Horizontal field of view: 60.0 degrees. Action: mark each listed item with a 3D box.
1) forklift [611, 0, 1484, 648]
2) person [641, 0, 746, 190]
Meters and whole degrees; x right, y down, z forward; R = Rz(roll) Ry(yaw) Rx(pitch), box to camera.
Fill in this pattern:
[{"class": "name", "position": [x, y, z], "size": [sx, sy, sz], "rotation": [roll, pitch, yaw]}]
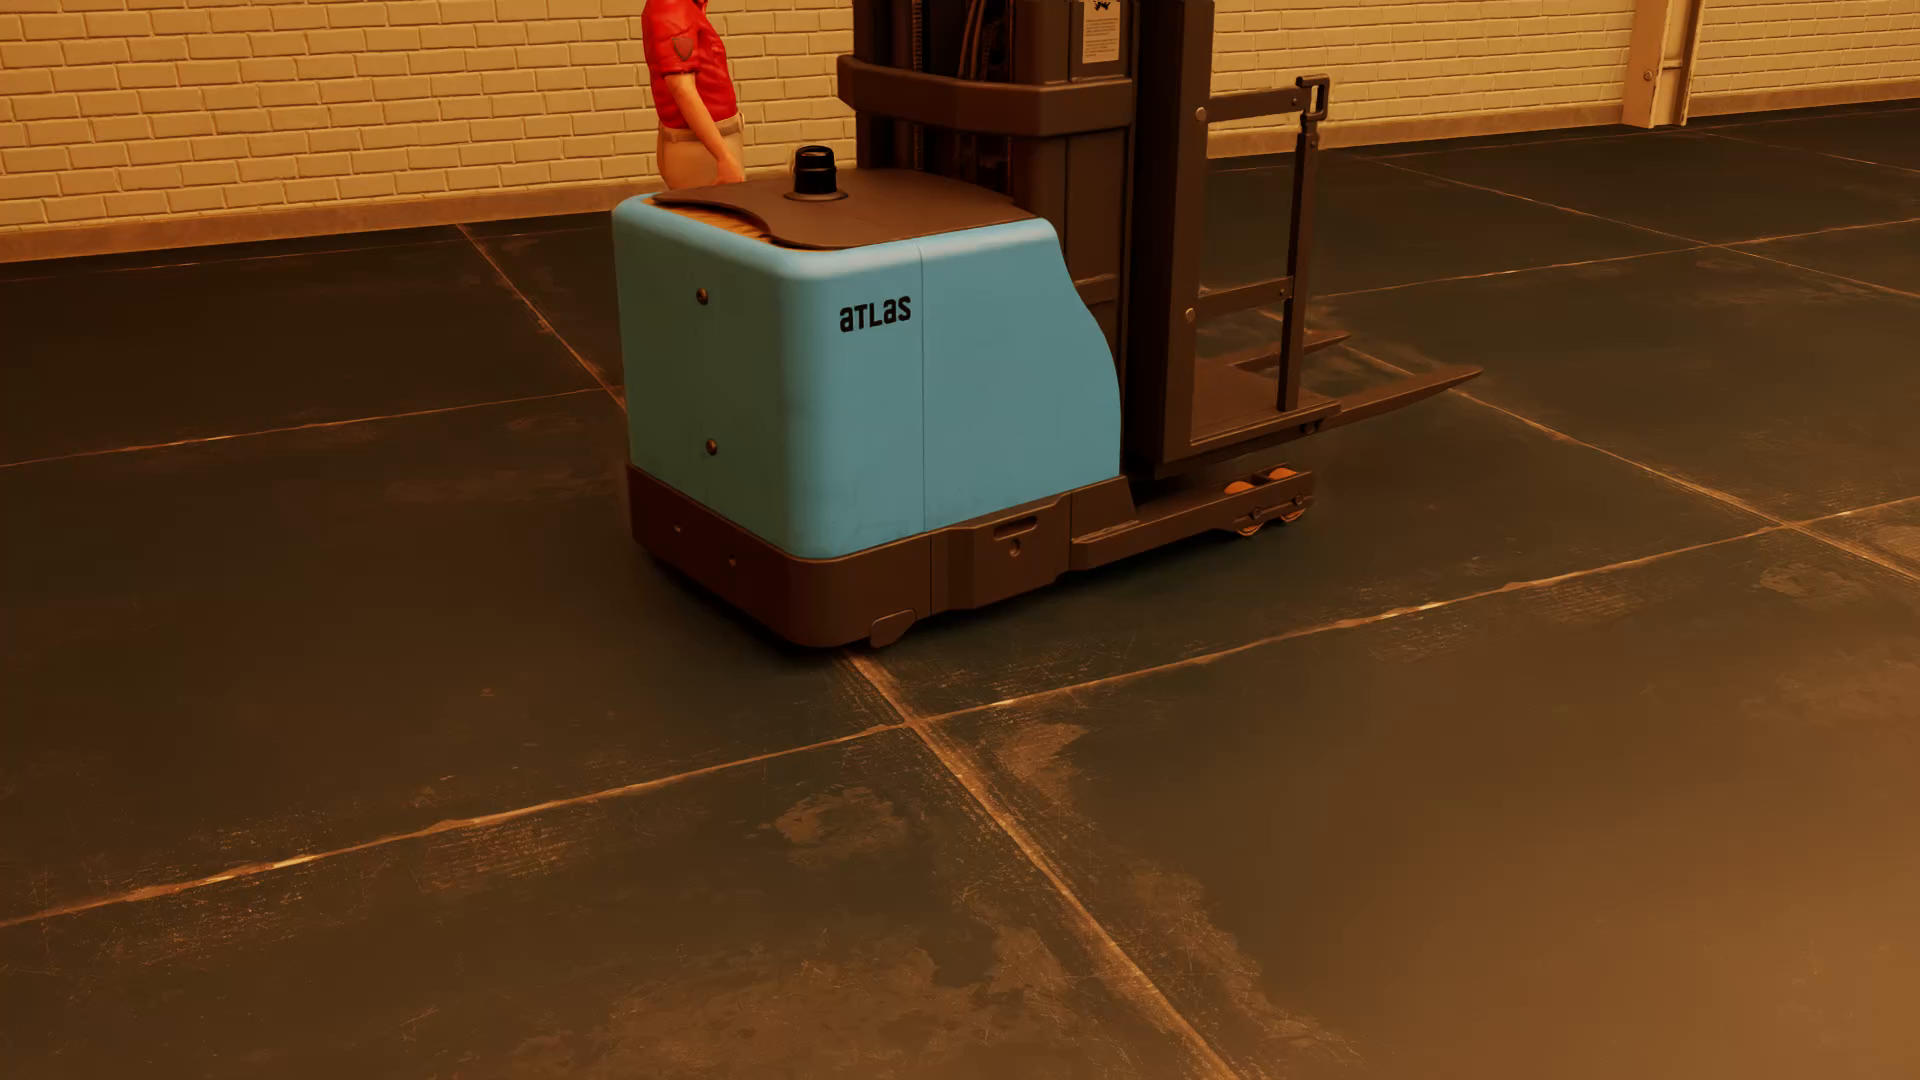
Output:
[{"class": "forklift", "position": [0.497, -1.510, 4.920], "size": [3.031, 2.935, 1.130], "rotation": [-17, 28, -35]}, {"class": "person", "position": [-0.880, -1.428, 6.273], "size": [0.551, 1.727, 0.640], "rotation": [-7, 24, -16]}]
